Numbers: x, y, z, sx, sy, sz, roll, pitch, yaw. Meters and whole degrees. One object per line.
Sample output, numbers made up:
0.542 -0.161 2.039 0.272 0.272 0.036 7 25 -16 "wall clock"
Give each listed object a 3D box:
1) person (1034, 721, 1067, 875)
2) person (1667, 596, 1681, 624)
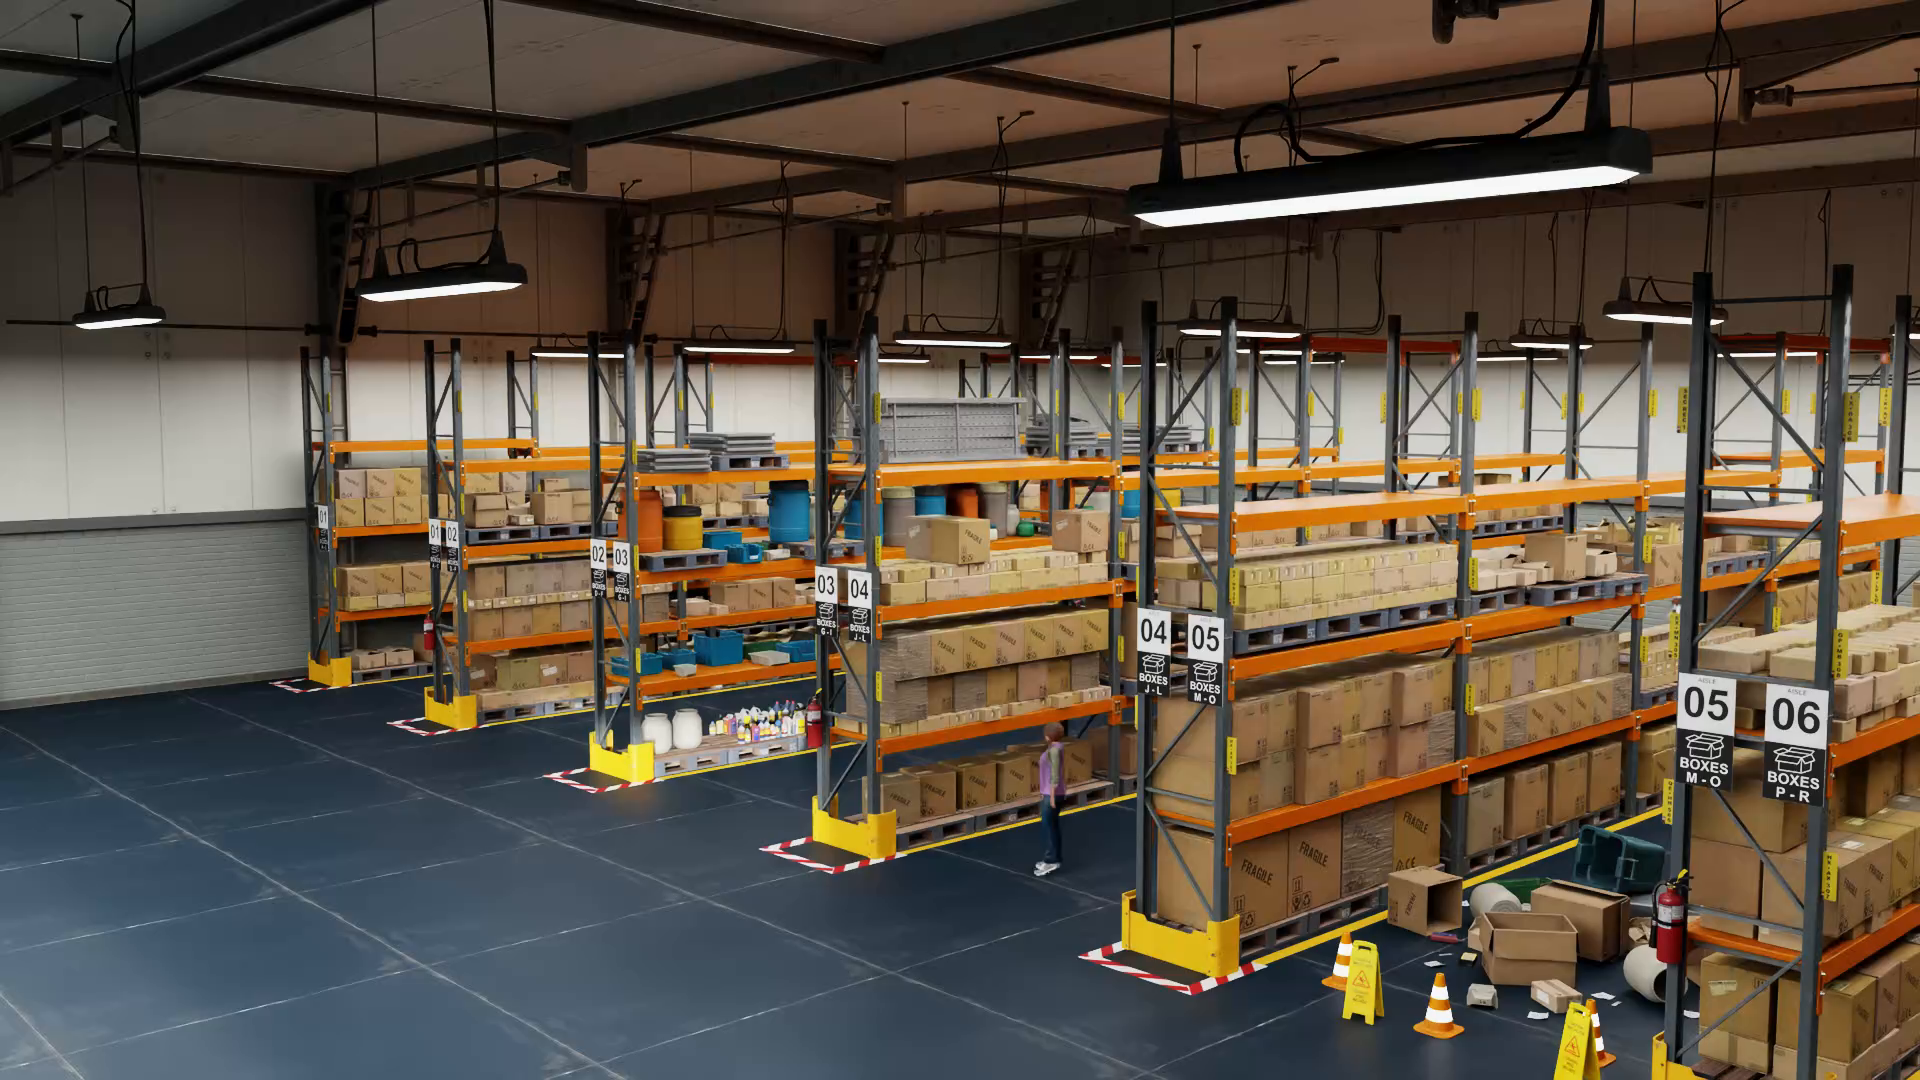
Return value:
0.990 2.786 18.049 0.327 1.627 0.513 1 5 11 "person"
12.821 1.721 29.632 0.904 1.645 0.476 2 6 26 "person"
